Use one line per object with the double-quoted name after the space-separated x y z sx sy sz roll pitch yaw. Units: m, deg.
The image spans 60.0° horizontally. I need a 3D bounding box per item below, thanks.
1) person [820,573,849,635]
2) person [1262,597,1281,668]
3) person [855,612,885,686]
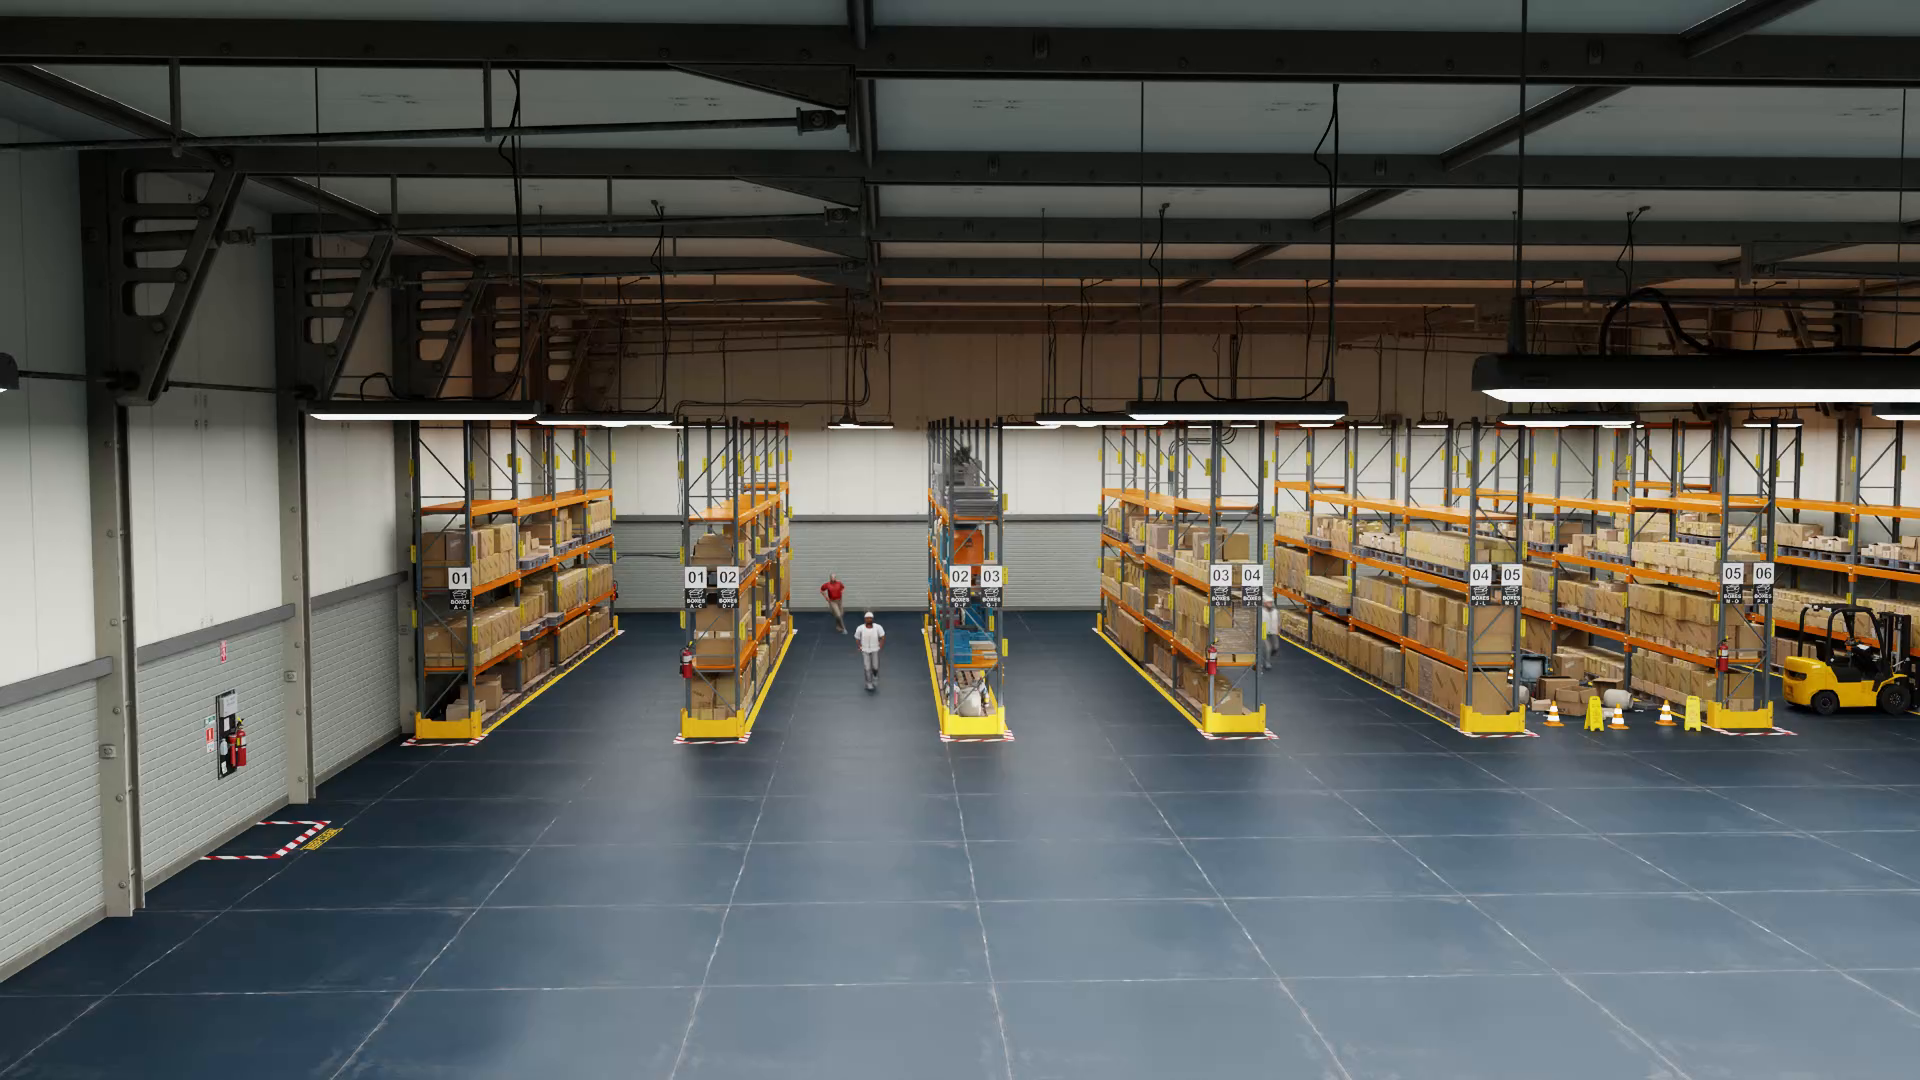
-3.551 1.808 47.099 0.683 1.741 0.870 -2 4 -32 "person"
7.473 2.235 40.084 0.635 1.727 0.563 0 4 -4 "person"
-1.989 2.428 36.761 0.674 1.665 0.524 0 4 -3 "person"
